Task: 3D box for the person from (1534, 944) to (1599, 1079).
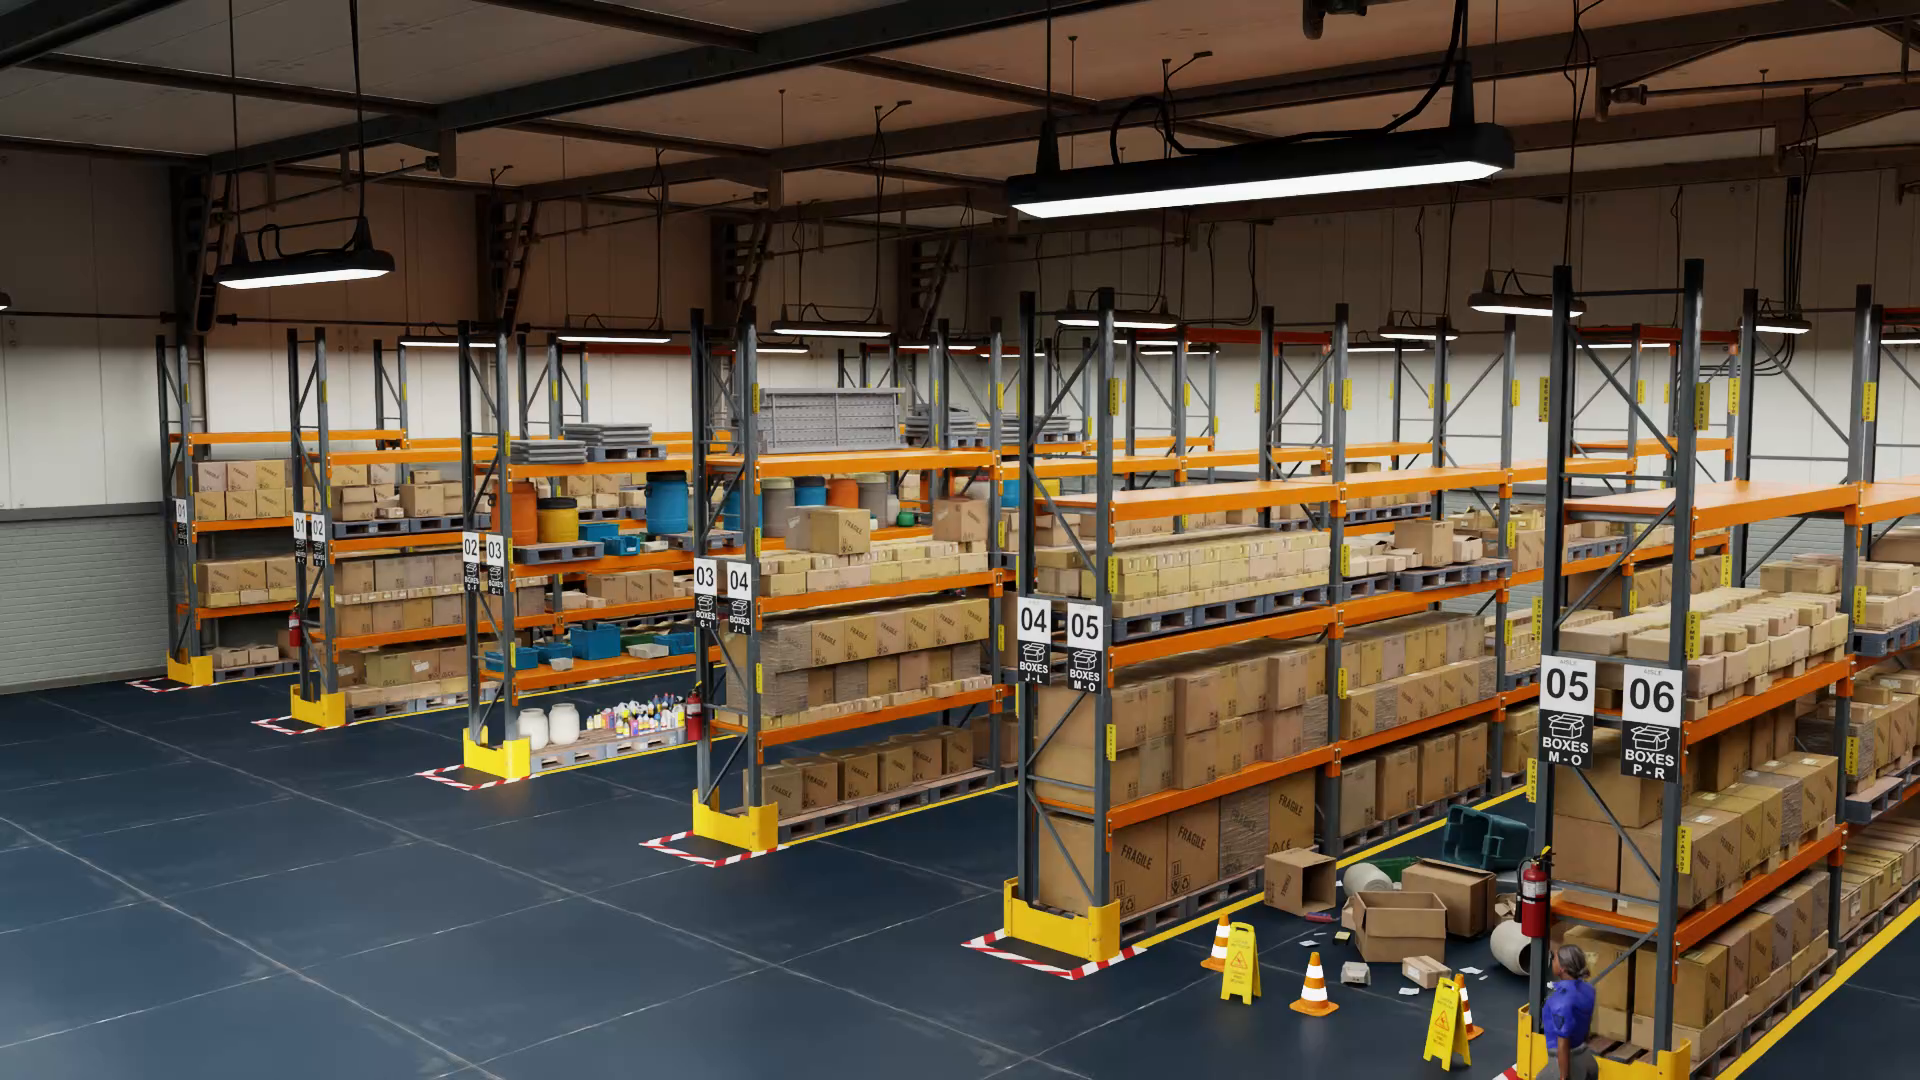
[{"bbox_3d":[3.899,3.362,10.545,0.965,1.610,0.446,5,7,43],"label":"person"}]
